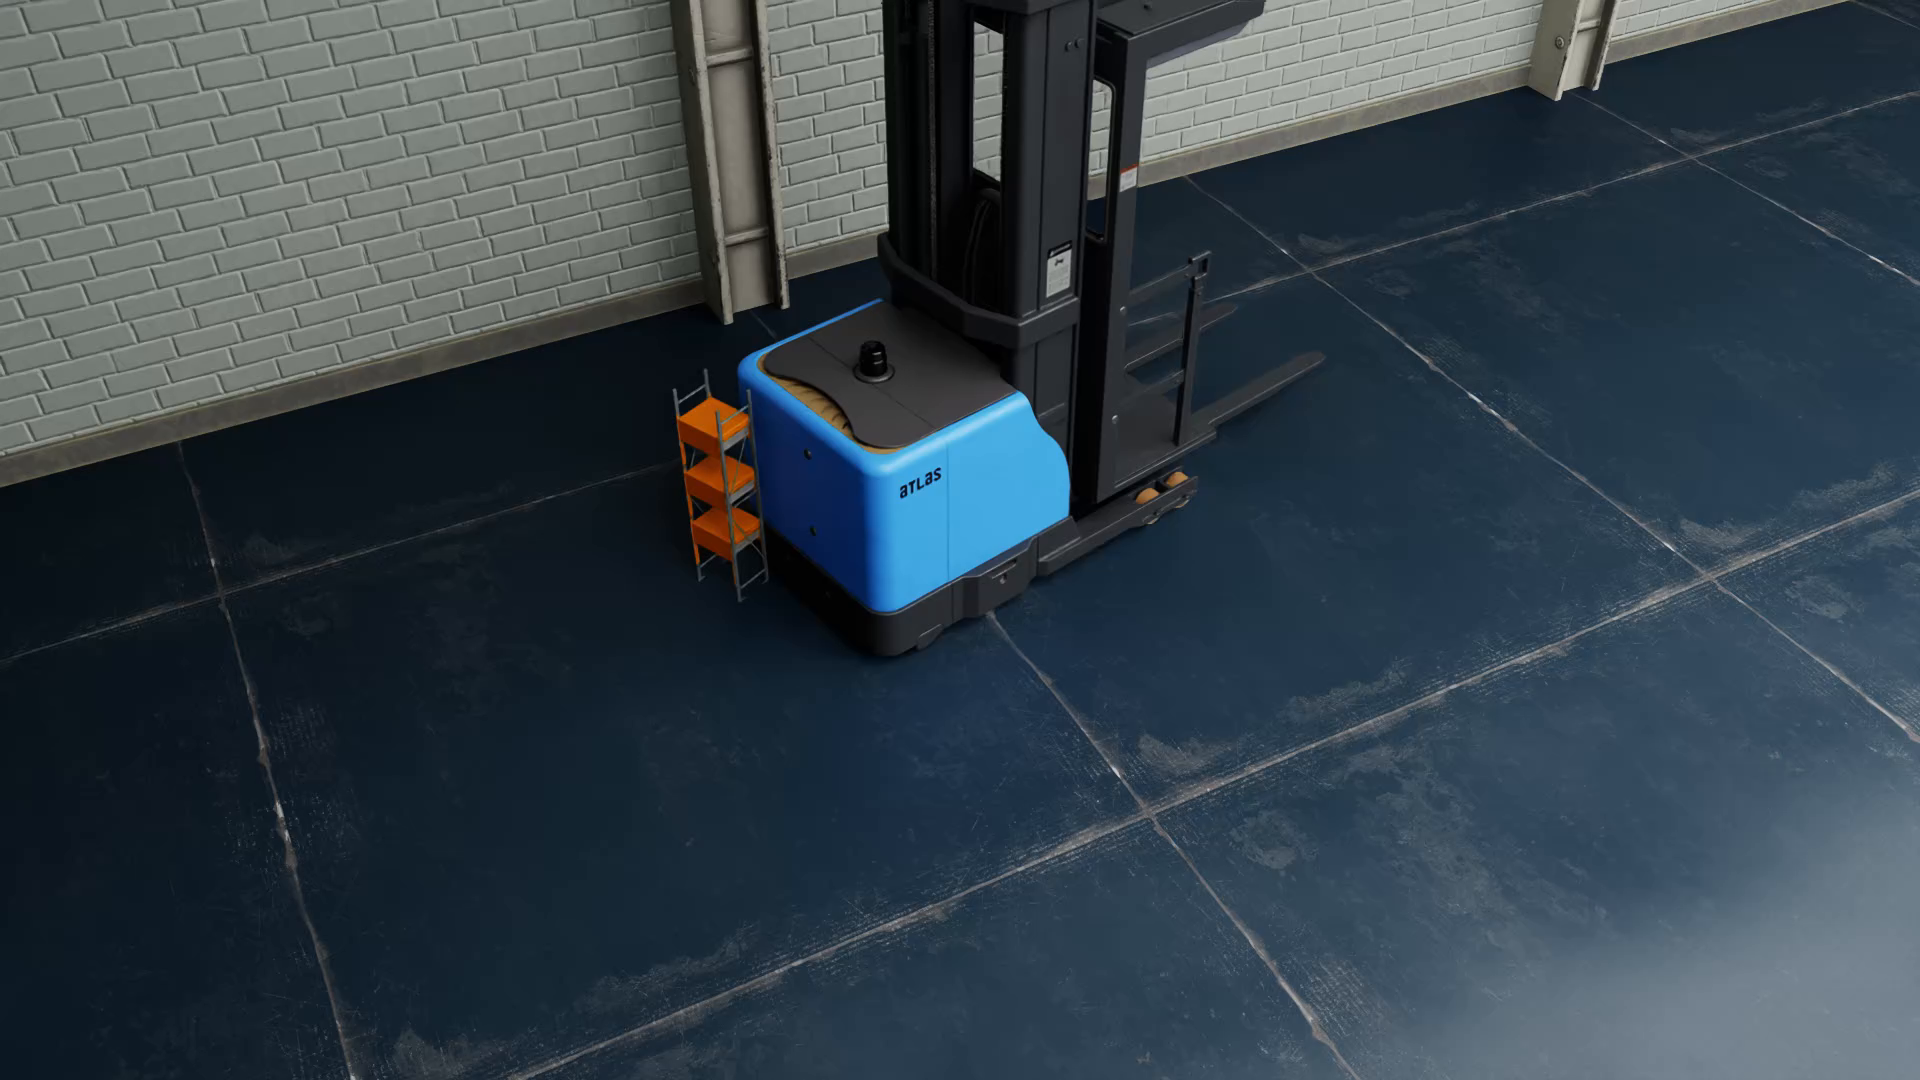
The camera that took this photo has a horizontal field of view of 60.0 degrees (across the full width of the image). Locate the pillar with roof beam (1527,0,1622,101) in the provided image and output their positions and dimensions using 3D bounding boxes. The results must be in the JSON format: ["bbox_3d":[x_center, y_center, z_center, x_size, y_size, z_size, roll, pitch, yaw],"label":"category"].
[{"bbox_3d":[6.118,-4.087,5.602,0.400,9.000,9.100,-19,44,-21],"label":"pillar with roof beam"}]

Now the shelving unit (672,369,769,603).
[{"bbox_3d":[-1.024,-0.218,7.184,0.252,1.050,0.215,26,47,27],"label":"shelving unit"}]

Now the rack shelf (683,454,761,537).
[{"bbox_3d":[-1.024,-0.210,7.190,0.240,0.259,0.215,26,47,27],"label":"rack shelf"}]

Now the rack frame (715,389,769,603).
[{"bbox_3d":[-0.927,-0.170,7.127,0.008,1.050,0.200,26,47,27],"label":"rack frame"}]

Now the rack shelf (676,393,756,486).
[{"bbox_3d":[-1.024,-0.426,7.007,0.240,0.259,0.215,26,47,27],"label":"rack shelf"}]

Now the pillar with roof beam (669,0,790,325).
[{"bbox_3d":[0.796,-2.296,3.486,0.400,9.000,9.100,-19,44,-21],"label":"pillar with roof beam"}]

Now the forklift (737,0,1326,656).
[{"bbox_3d":[0.500,-1.429,7.159,3.031,2.935,1.130,-28,48,-29],"label":"forklift"}]

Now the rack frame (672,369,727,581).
[{"bbox_3d":[-1.121,-0.265,7.240,0.008,1.050,0.200,26,47,27],"label":"rack frame"}]

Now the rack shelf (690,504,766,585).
[{"bbox_3d":[-1.024,0.002,7.370,0.240,0.259,0.215,26,47,27],"label":"rack shelf"}]
